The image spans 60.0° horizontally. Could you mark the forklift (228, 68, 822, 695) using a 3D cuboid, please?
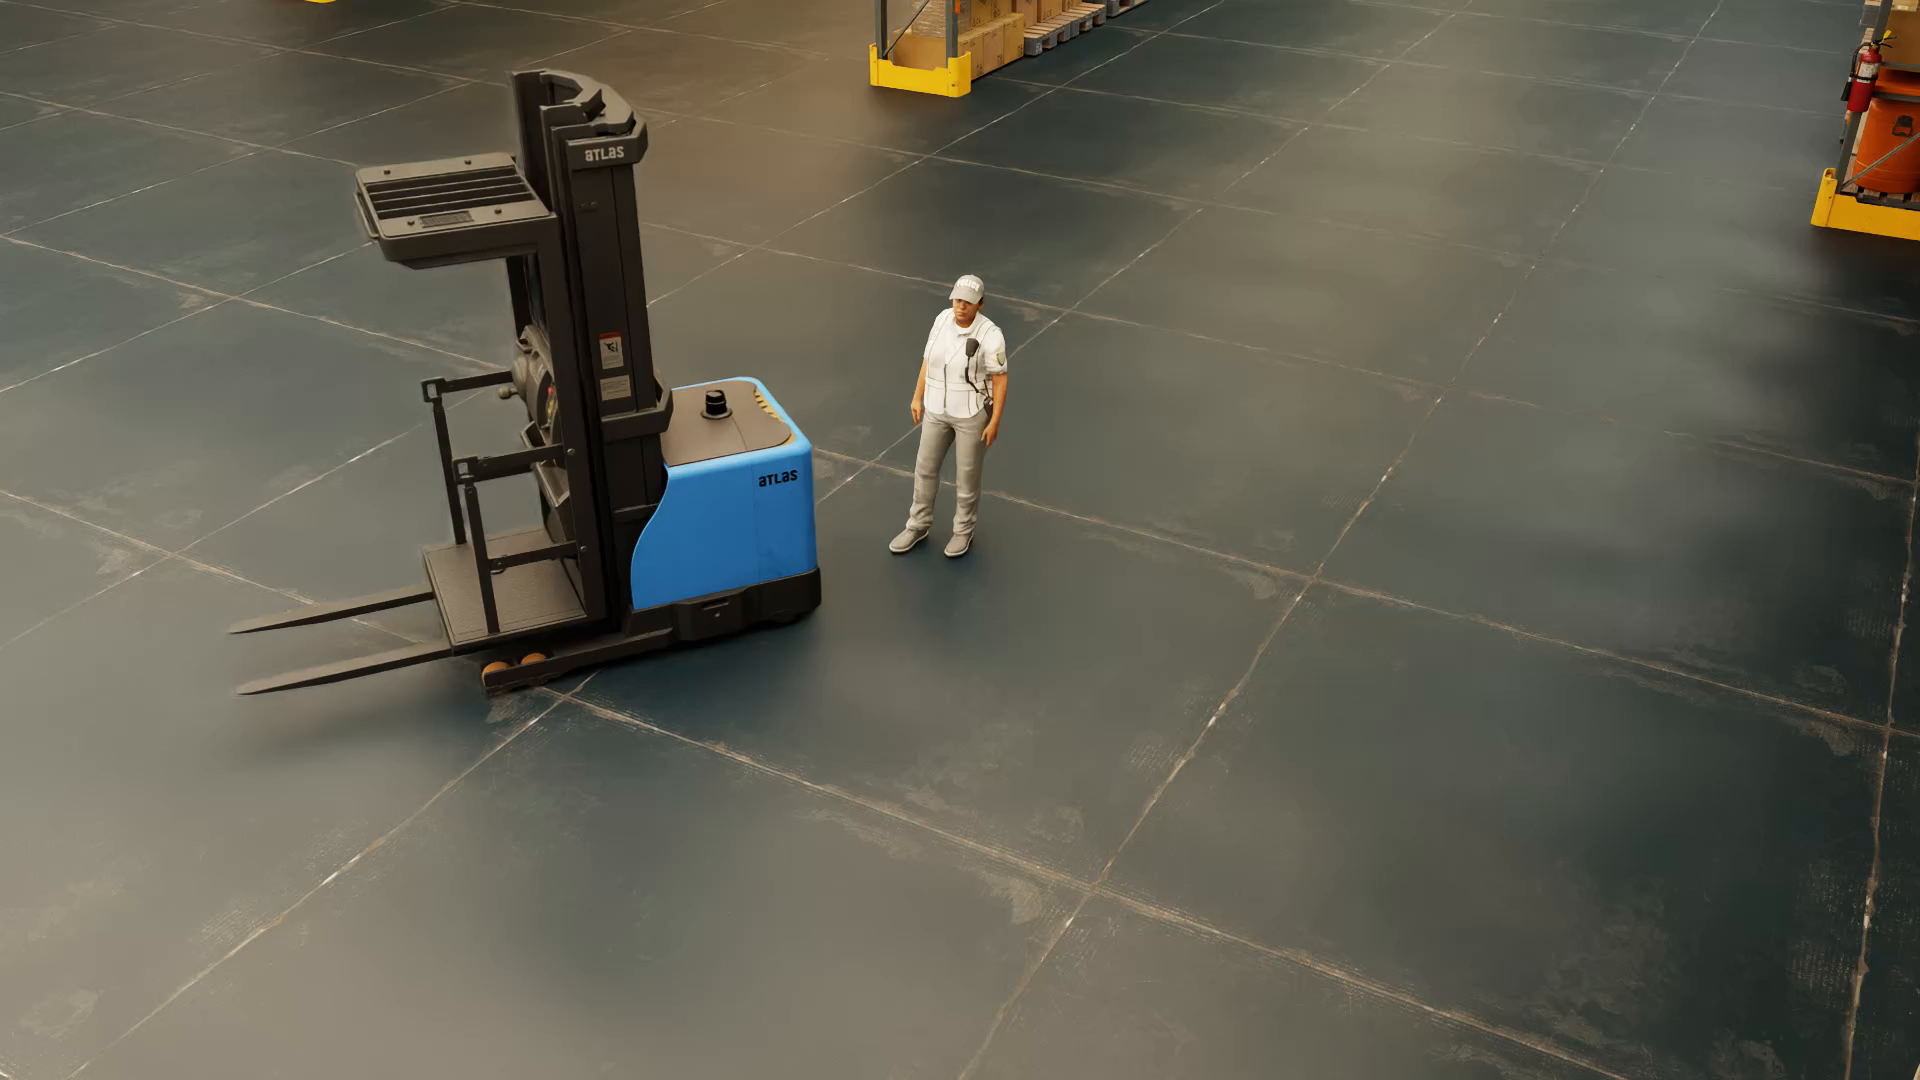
[{"bbox_3d":[-2.334,-0.771,8.406,3.031,2.935,1.130,-12,32,-21],"label":"forklift"}]

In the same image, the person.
[{"bbox_3d":[-0.057,-0.700,9.534,0.598,1.670,0.529,15,33,25],"label":"person"}]
